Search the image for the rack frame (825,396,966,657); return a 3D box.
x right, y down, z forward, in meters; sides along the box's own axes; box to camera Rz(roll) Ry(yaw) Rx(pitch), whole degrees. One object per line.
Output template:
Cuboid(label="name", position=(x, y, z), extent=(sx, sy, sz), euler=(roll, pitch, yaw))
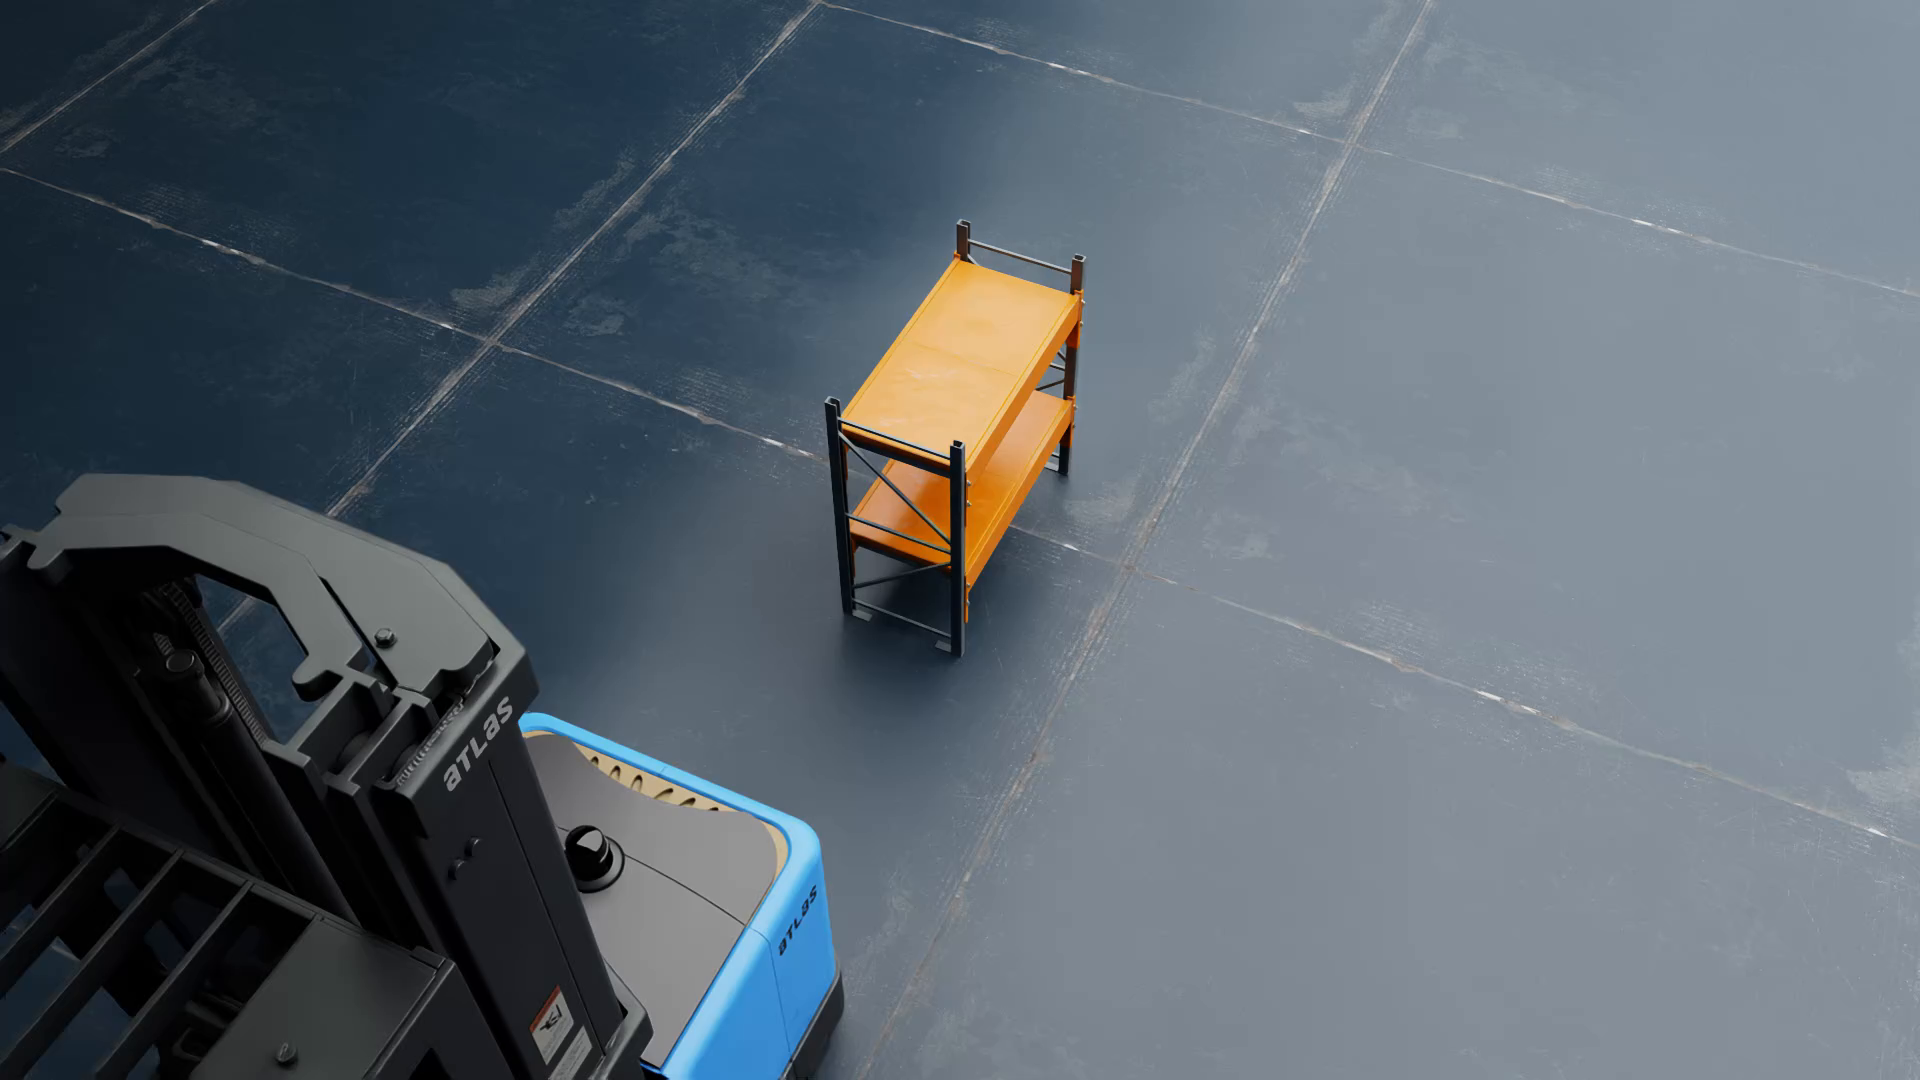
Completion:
Cuboid(label="rack frame", position=(-0.214, -0.019, 5.843), extent=(0.500, 1.125, 0.032), euler=(20, 52, 16))

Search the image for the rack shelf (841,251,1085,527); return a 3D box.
Cuboid(label="rack shelf", position=(0.003, -0.559, 5.918), extent=(0.538, 0.278, 1.000), euler=(20, 52, 16))

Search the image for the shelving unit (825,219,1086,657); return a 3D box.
Cuboid(label="shelving unit", position=(0.003, -0.369, 6.141), extent=(0.538, 1.125, 1.048), euler=(20, 52, 16))

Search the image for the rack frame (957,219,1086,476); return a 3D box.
Cuboid(label="rack frame", position=(0.220, -0.719, 6.439), extent=(0.500, 1.125, 0.032), euler=(20, 52, 16))

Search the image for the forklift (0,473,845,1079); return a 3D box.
Cuboid(label="forklift", position=(-1.442, 1.393, 3.455), extent=(1.130, 2.935, 3.031), euler=(19, 52, 16))

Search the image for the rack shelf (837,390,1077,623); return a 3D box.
Cuboid(label="rack shelf", position=(0.003, -0.211, 6.327), extent=(0.538, 0.278, 1.000), euler=(20, 52, 16))
